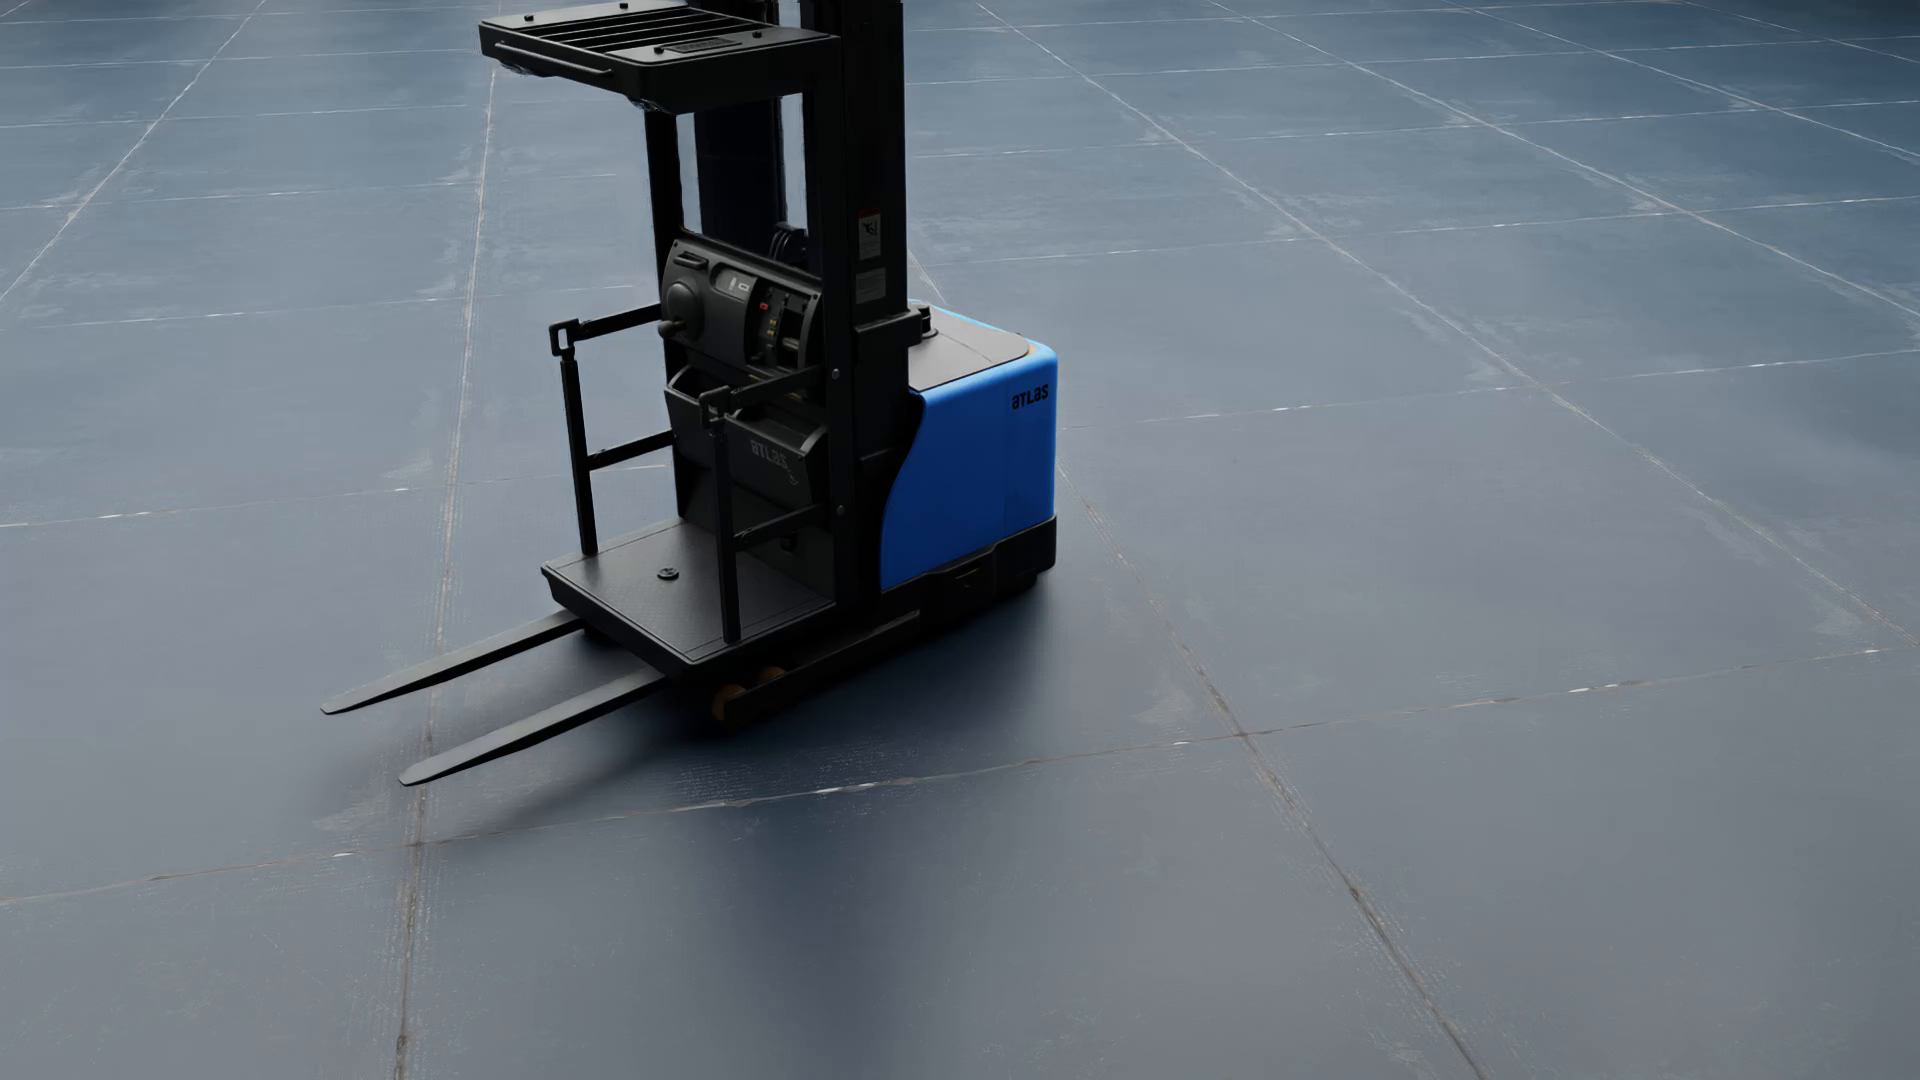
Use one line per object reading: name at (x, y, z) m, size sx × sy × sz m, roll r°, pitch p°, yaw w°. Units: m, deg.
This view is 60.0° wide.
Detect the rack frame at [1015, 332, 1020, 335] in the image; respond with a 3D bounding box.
rack frame at (0.159, -0.538, 7.817) m, size 0.240 × 0.900 × 0.006 m, roll -8°, pitch 28°, yaw -16°

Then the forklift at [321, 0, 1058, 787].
forklift at (-0.994, -0.855, 6.192) m, size 3.031 × 2.935 × 1.130 m, roll -23°, pitch 35°, yaw -38°

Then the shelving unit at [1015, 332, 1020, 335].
shelving unit at (0.190, -0.494, 7.730) m, size 0.258 × 0.900 × 0.210 m, roll -8°, pitch 28°, yaw -16°
